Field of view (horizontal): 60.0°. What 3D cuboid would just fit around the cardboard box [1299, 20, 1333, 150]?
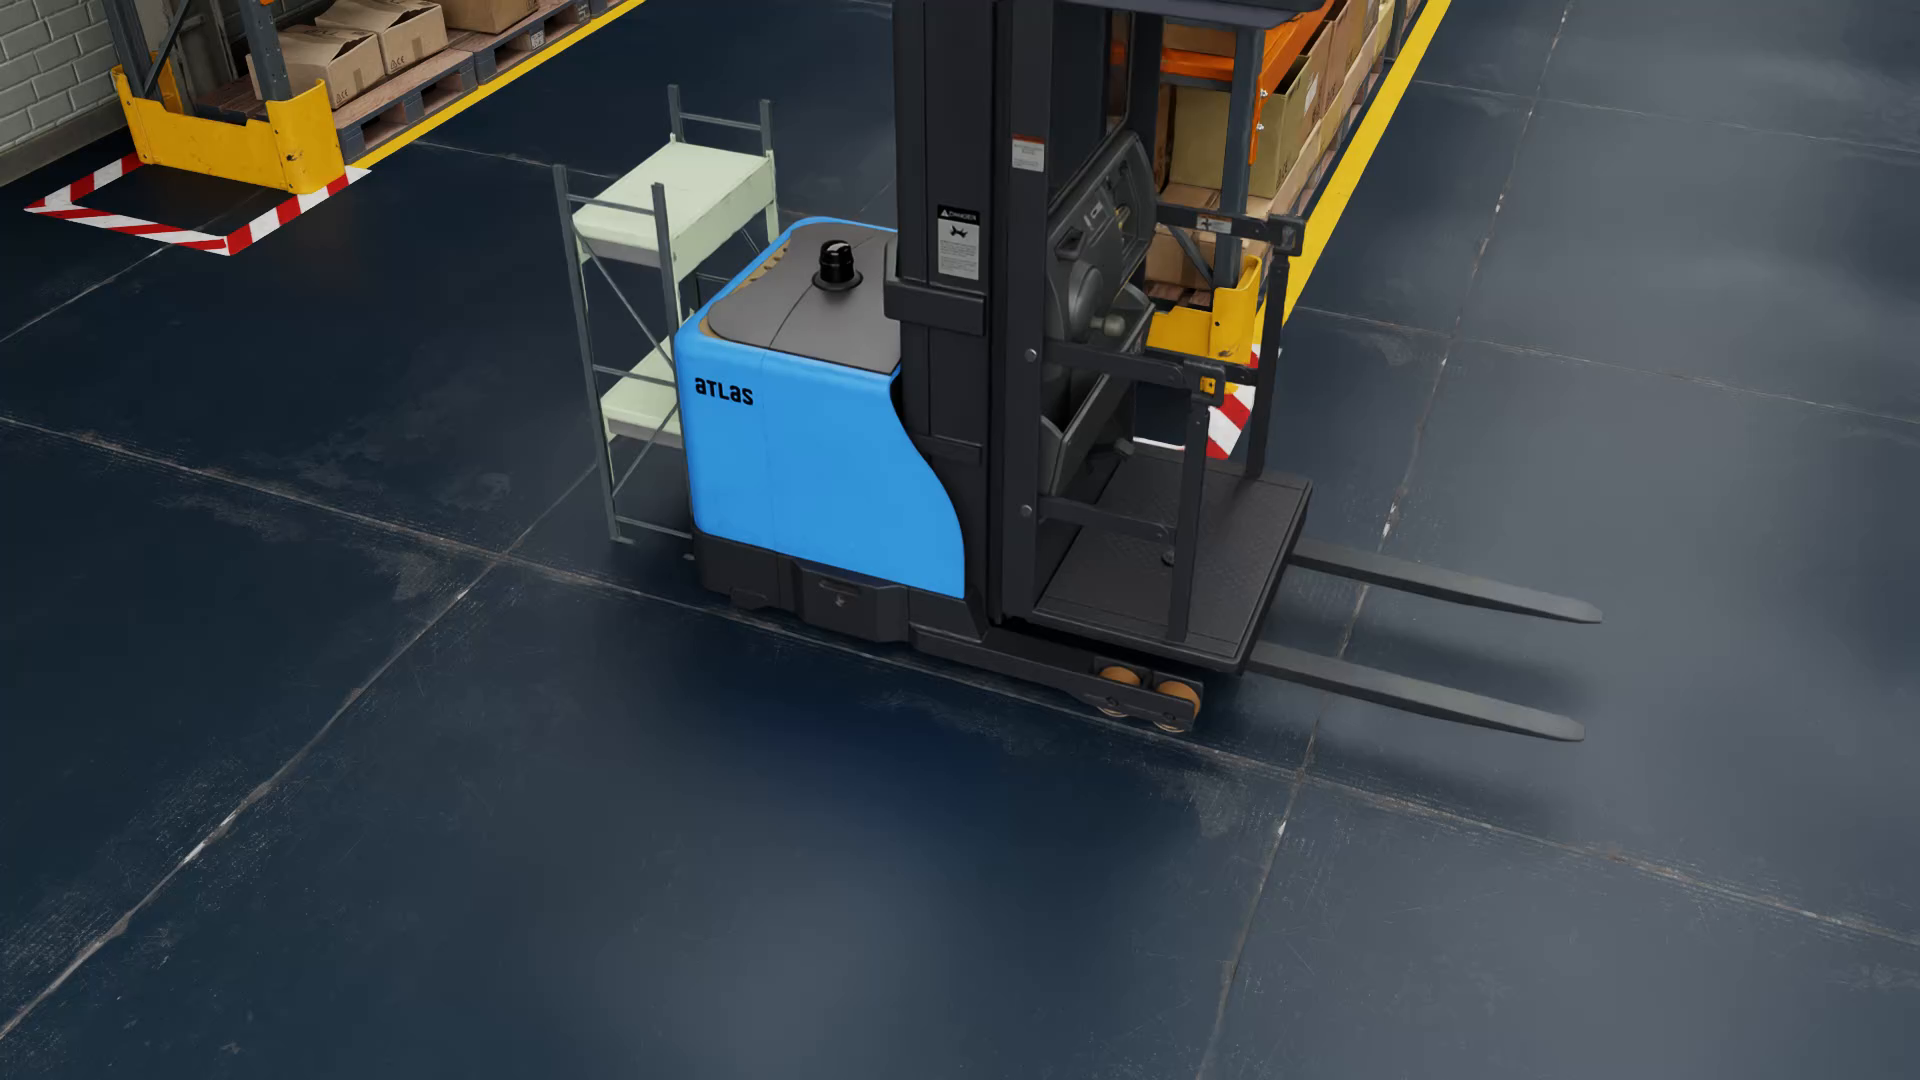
[{"bbox_3d":[1.467,-2.217,8.031,0.500,0.500,0.500,14,39,18],"label":"cardboard box"}]

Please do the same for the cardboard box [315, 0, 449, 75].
[{"bbox_3d":[-3.329,-2.951,9.571,0.500,0.311,0.500,17,40,21],"label":"cardboard box"}]

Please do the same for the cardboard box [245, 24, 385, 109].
[{"bbox_3d":[-3.546,-2.635,9.148,0.500,0.311,0.500,10,38,13],"label":"cardboard box"}]

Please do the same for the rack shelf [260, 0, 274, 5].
[{"bbox_3d":[-3.131,-3.992,9.687,1.077,0.370,4.000,14,39,18],"label":"rack shelf"}]

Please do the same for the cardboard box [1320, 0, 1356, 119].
[{"bbox_3d":[1.673,-2.490,8.396,0.500,0.500,0.500,14,39,18],"label":"cardboard box"}]

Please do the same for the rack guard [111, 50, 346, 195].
[{"bbox_3d":[-3.863,-2.214,8.795,1.175,0.500,0.348,14,39,18],"label":"rack guard"}]

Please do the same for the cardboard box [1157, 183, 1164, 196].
[{"bbox_3d":[0.621,-1.478,7.668,0.500,0.250,0.500,14,39,18],"label":"cardboard box"}]

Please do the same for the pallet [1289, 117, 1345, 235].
[{"bbox_3d":[1.408,-2.036,8.798,1.003,0.211,1.213,14,39,18],"label":"pallet"}]

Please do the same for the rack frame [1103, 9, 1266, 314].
[{"bbox_3d":[0.691,-2.047,6.483,1.000,3.000,0.127,14,39,18],"label":"rack frame"}]

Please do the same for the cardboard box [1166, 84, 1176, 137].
[{"bbox_3d":[0.986,-2.336,8.189,0.500,0.500,0.500,14,39,18],"label":"cardboard box"}]

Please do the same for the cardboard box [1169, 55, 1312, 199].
[{"bbox_3d":[1.289,-1.938,7.656,0.500,0.500,0.500,14,39,18],"label":"cardboard box"}]

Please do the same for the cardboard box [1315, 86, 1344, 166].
[{"bbox_3d":[1.673,-2.190,8.620,0.500,0.250,0.500,14,39,18],"label":"cardboard box"}]

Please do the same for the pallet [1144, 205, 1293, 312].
[{"bbox_3d":[0.943,-1.363,7.897,1.003,0.211,1.213,14,39,18],"label":"pallet"}]

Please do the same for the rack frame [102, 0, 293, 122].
[{"bbox_3d":[-3.892,-3.173,7.990,1.000,3.000,0.127,14,39,18],"label":"rack frame"}]

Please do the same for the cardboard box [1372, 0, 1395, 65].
[{"bbox_3d":[2.238,-3.022,9.733,0.500,0.250,0.500,14,39,18],"label":"cardboard box"}]

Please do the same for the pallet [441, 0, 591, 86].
[{"bbox_3d":[-3.056,-3.213,10.373,1.003,0.211,1.213,14,39,18],"label":"pallet"}]

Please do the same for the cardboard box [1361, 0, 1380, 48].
[{"bbox_3d":[2.037,-3.048,9.142,0.500,0.500,0.500,14,39,18],"label":"cardboard box"}]

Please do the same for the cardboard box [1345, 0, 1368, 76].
[{"bbox_3d":[1.850,-2.770,8.770,0.500,0.500,0.500,14,39,18],"label":"cardboard box"}]

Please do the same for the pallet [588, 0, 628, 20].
[{"bbox_3d":[-2.593,-3.891,11.279,1.003,0.211,1.213,14,39,18],"label":"pallet"}]

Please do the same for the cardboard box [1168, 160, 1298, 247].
[{"bbox_3d":[1.287,-1.638,7.881,0.500,0.250,0.500,14,39,18],"label":"cardboard box"}]

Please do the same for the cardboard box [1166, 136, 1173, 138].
[{"bbox_3d":[0.989,-2.035,8.413,0.500,0.250,0.500,14,39,18],"label":"cardboard box"}]

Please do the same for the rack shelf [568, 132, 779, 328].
[{"bbox_3d":[-0.987,-1.079,5.789,0.431,0.370,0.720,14,39,18],"label":"rack shelf"}]

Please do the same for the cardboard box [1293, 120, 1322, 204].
[{"bbox_3d":[1.478,-1.914,8.252,0.500,0.250,0.500,14,39,18],"label":"cardboard box"}]

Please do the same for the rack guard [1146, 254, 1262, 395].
[{"bbox_3d":[0.681,-1.032,7.214,1.175,0.500,0.348,14,39,18],"label":"rack guard"}]

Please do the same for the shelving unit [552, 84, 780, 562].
[{"bbox_3d":[-0.987,-0.766,6.022,0.431,1.500,0.755,14,39,18],"label":"shelving unit"}]

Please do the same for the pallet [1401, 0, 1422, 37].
[{"bbox_3d":[2.457,-3.561,10.838,1.003,0.211,1.213,14,39,18],"label":"pallet"}]

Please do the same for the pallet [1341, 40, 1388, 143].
[{"bbox_3d":[1.871,-2.714,9.704,1.003,0.211,1.213,14,39,18],"label":"pallet"}]

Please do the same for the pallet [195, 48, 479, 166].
[{"bbox_3d":[-3.521,-2.540,9.472,1.003,0.211,1.213,14,39,18],"label":"pallet"}]

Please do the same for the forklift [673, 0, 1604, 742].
[{"bbox_3d":[0.623,-0.911,5.020,3.031,2.935,1.130,14,39,18],"label":"forklift"}]

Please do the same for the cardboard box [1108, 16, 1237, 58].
[{"bbox_3d":[0.880,-2.342,6.795,0.700,0.500,0.500,14,39,18],"label":"cardboard box"}]

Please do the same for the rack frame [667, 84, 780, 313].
[{"bbox_3d":[-0.849,-0.969,6.294,0.400,1.500,0.023,14,39,18],"label":"rack frame"}]

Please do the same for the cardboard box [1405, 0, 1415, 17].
[{"bbox_3d":[2.595,-3.495,10.367,0.500,0.250,0.500,13,39,17],"label":"cardboard box"}]

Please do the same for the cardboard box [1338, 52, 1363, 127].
[{"bbox_3d":[1.862,-2.467,8.991,0.500,0.250,0.500,14,39,18],"label":"cardboard box"}]

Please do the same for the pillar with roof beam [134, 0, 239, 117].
[{"bbox_3d":[-0.444,-5.180,5.664,9.100,9.000,0.400,14,39,18],"label":"pillar with roof beam"}]

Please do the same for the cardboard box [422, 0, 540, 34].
[{"bbox_3d":[-3.003,-3.421,10.042,0.700,0.500,0.500,11,38,15],"label":"cardboard box"}]

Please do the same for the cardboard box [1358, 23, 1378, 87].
[{"bbox_3d":[2.039,-2.747,9.366,0.500,0.250,0.500,14,39,18],"label":"cardboard box"}]

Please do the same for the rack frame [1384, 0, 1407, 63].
[{"bbox_3d":[2.212,-4.261,9.446,1.000,3.000,0.127,14,39,18],"label":"rack frame"}]

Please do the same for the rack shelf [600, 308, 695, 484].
[{"bbox_3d":[-0.987,-0.505,6.218,0.431,0.370,0.720,14,39,18],"label":"rack shelf"}]

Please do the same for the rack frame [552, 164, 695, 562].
[{"bbox_3d":[-1.125,-0.563,5.751,0.400,1.500,0.023,14,39,18],"label":"rack frame"}]

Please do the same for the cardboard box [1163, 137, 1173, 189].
[{"bbox_3d":[0.800,-1.757,8.042,0.500,0.250,0.500,14,39,18],"label":"cardboard box"}]

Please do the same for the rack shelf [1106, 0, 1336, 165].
[{"bbox_3d":[1.451,-2.866,8.180,1.077,0.370,4.000,14,39,18],"label":"rack shelf"}]

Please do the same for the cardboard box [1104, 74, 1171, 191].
[{"bbox_3d":[0.619,-1.779,7.444,0.500,0.500,0.500,14,39,18],"label":"cardboard box"}]

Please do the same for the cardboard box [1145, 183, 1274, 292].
[{"bbox_3d":[1.100,-1.360,7.510,0.500,0.250,0.500,14,39,18],"label":"cardboard box"}]
